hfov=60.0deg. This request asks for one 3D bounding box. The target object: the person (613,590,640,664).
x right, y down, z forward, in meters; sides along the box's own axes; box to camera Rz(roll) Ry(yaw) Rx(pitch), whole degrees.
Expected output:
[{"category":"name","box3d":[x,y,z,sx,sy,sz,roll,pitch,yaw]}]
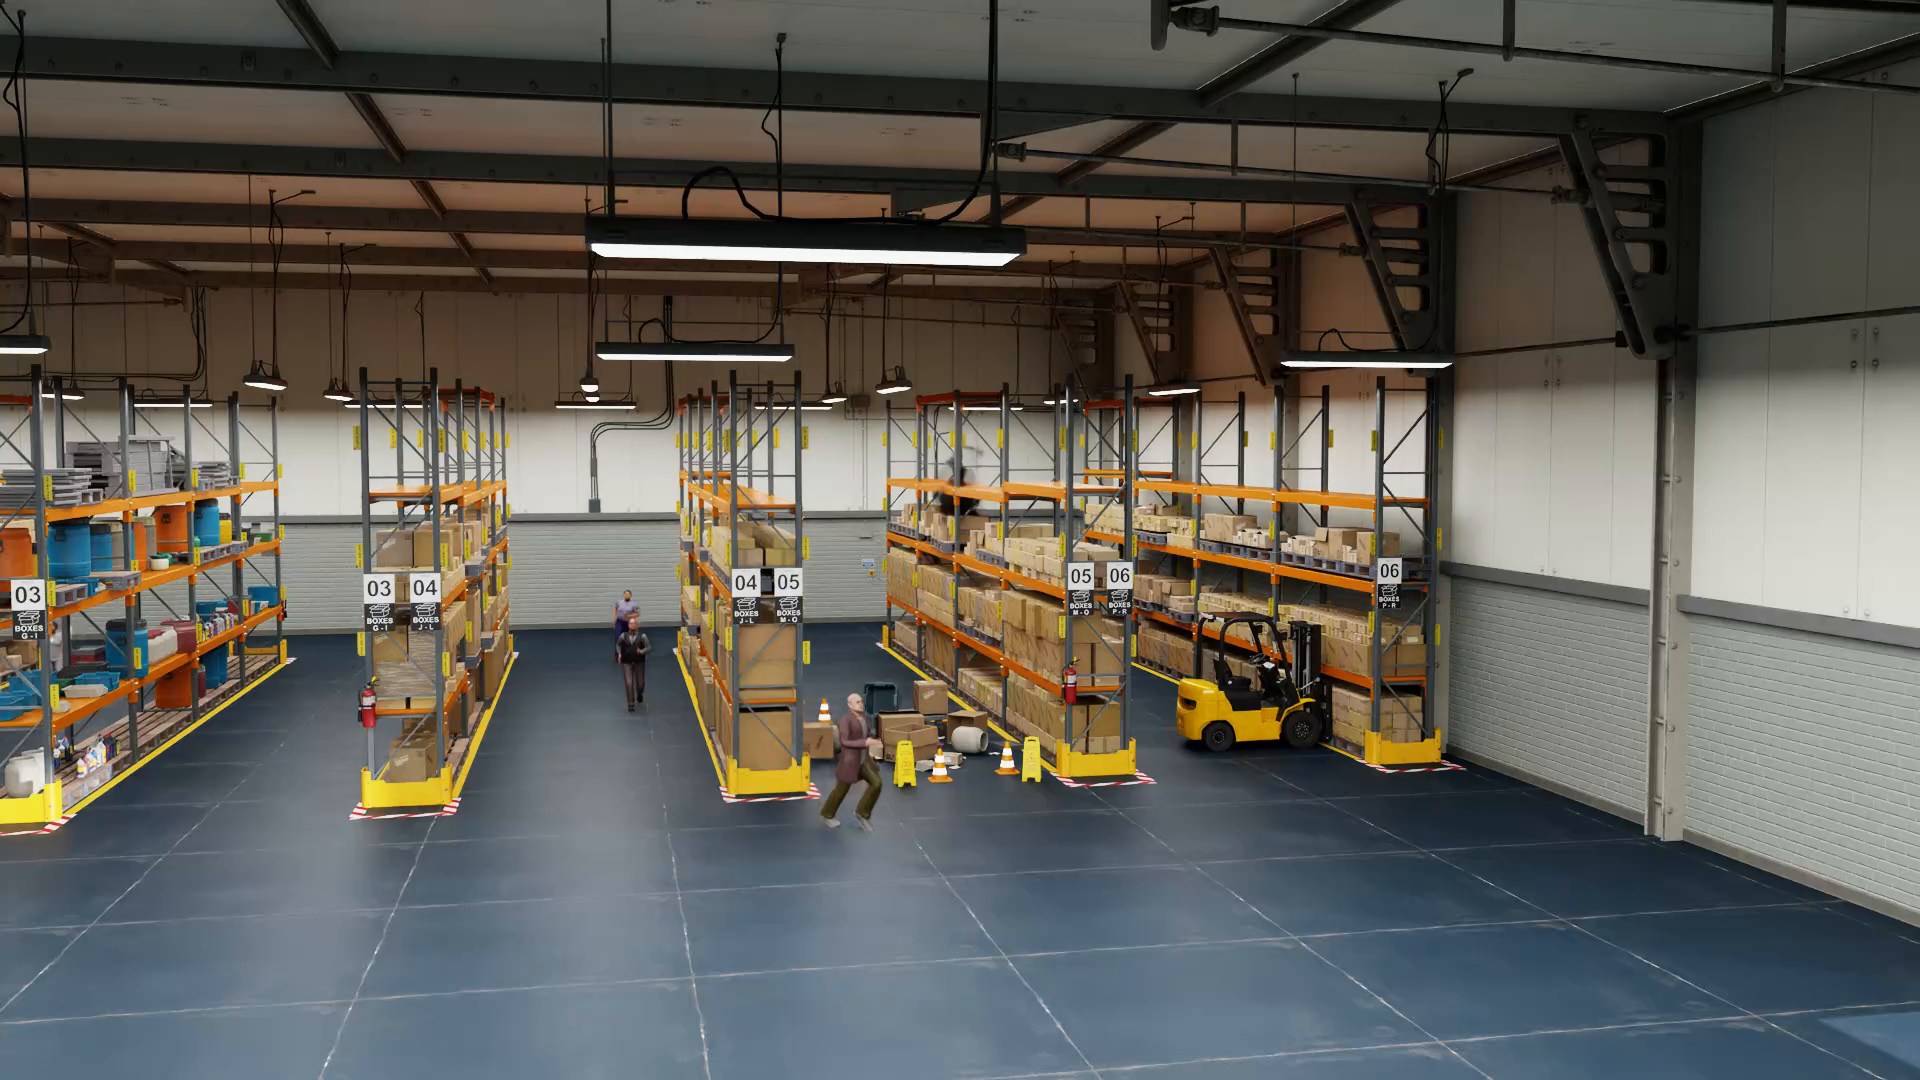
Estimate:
[{"category":"person","box3d":[-7.567,1.965,37.754,0.621,1.659,0.865,0,3,-8]}]

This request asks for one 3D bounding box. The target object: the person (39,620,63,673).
[{"category":"person","box3d":[-17.346,2.316,31.821,0.512,1.558,0.593,-1,4,-19]}]

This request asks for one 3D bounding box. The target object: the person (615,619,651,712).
[{"category":"person","box3d":[-6.082,2.348,30.947,0.669,1.624,0.868,-1,3,-10]}]

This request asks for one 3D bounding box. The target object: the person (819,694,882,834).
[{"category":"person","box3d":[-1.351,2.852,21.278,0.960,1.801,0.728,3,4,37]}]
